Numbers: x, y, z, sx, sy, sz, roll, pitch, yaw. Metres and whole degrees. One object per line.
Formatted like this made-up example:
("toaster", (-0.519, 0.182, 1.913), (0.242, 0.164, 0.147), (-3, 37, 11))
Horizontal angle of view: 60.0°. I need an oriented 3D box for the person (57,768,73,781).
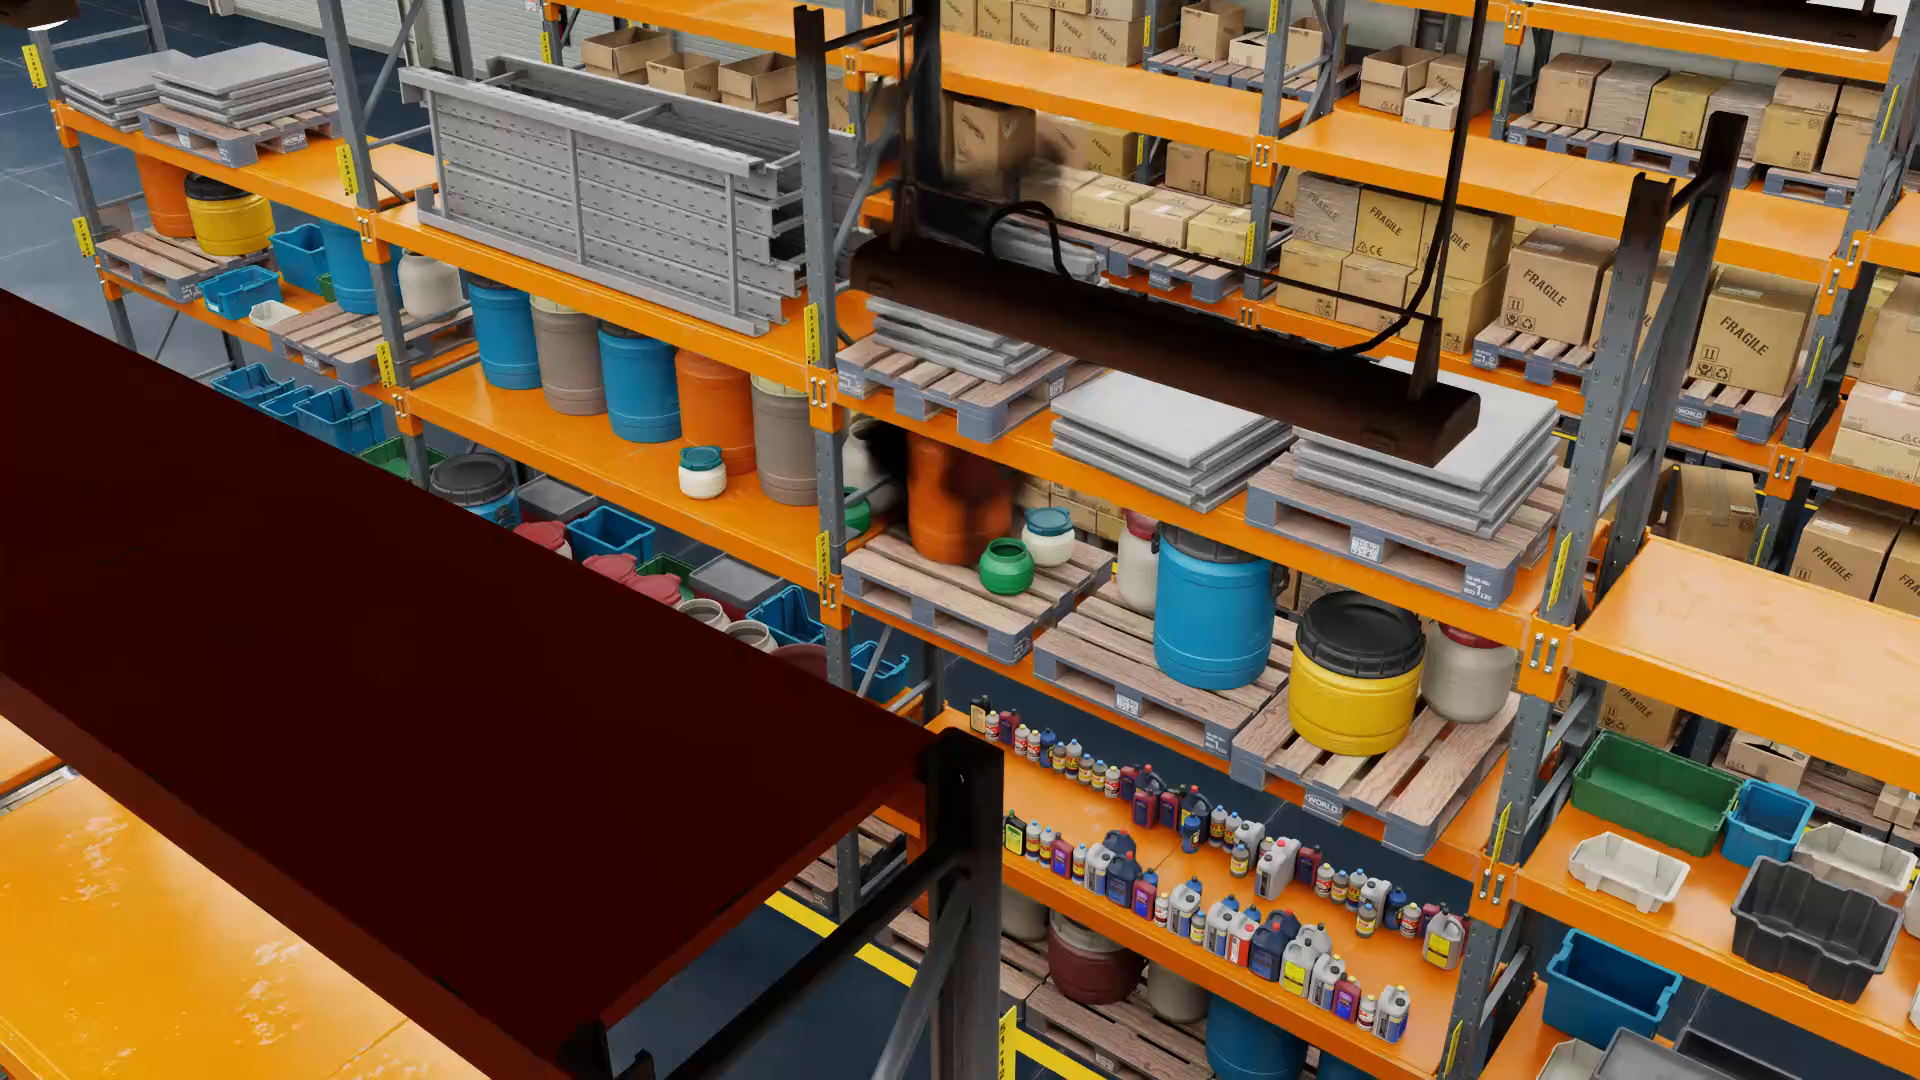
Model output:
("person", (-5.812, 1.906, 10.599), (0.695, 1.655, 0.557), (20, 37, 29))
